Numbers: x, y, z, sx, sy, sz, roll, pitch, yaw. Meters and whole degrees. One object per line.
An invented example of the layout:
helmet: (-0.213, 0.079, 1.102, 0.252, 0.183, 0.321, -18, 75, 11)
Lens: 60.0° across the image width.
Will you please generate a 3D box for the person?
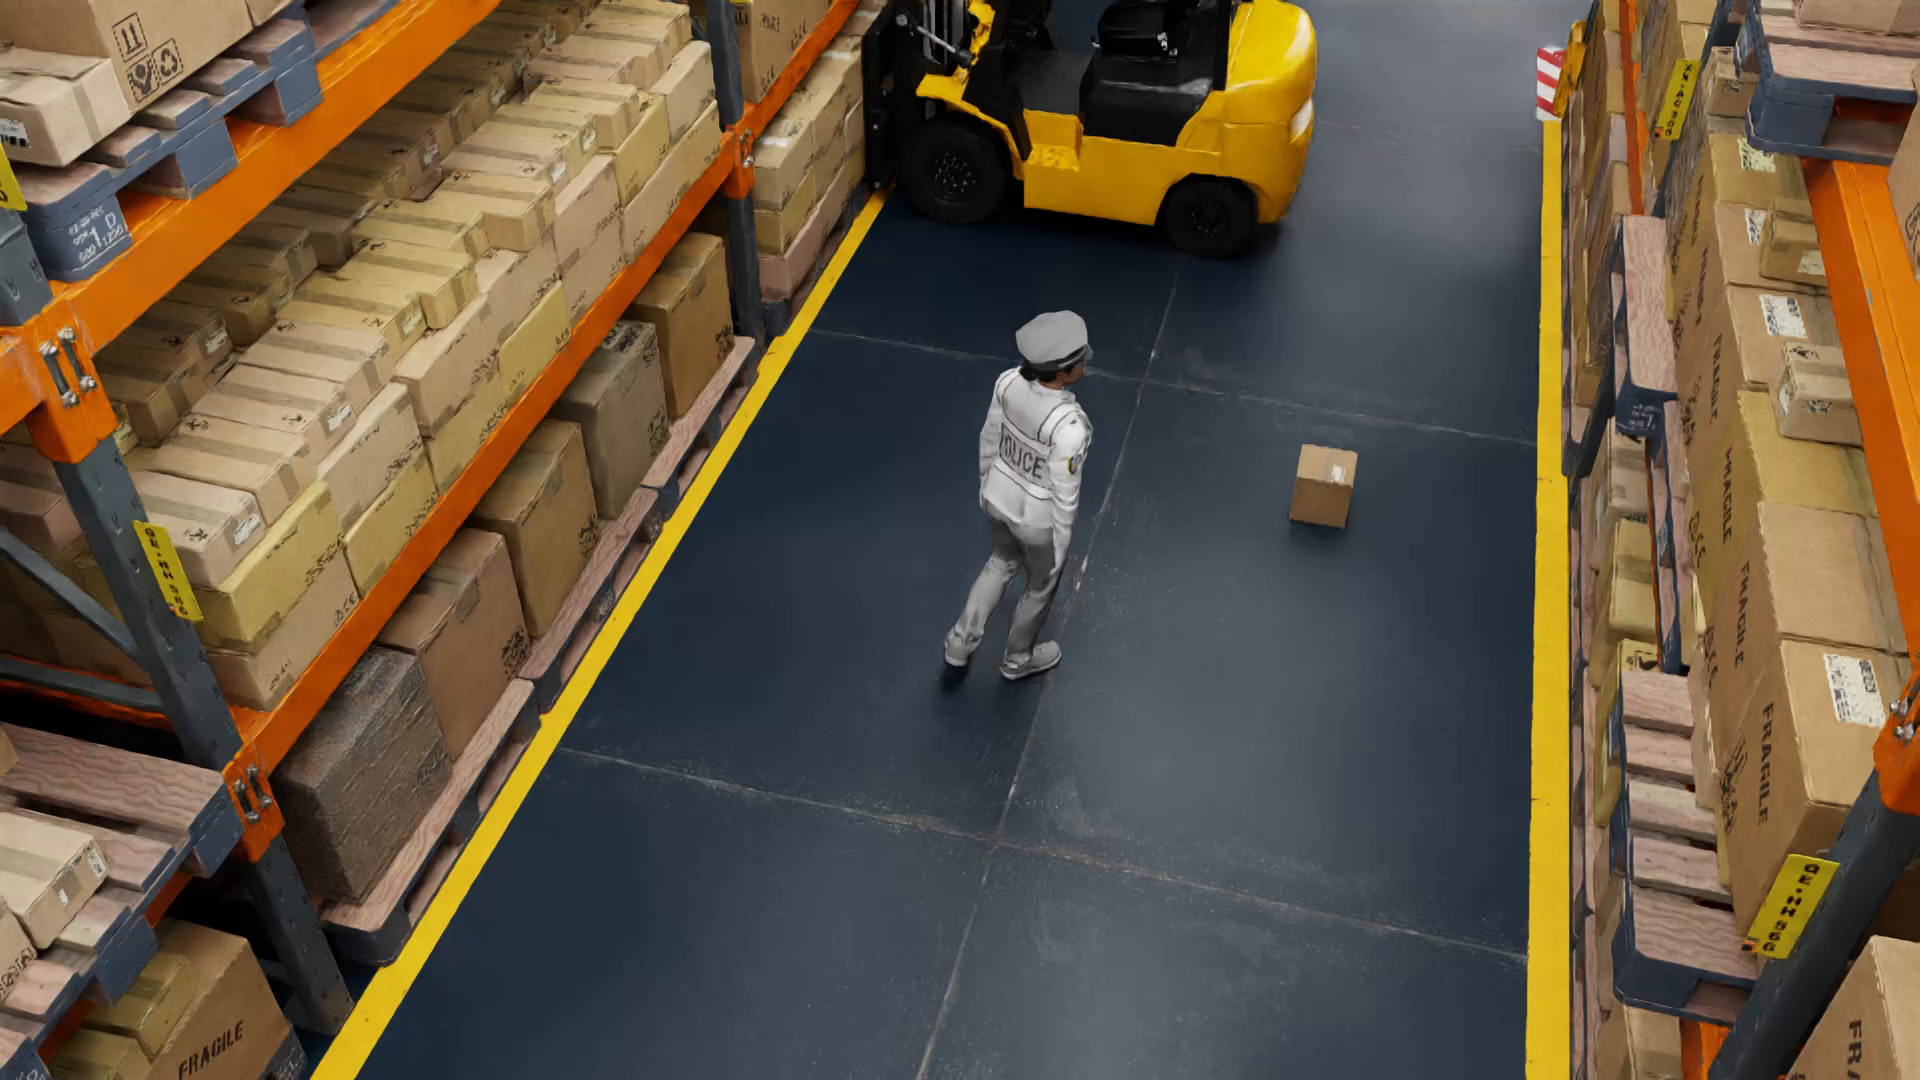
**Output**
person: (0.212, -0.090, 6.247, 0.525, 1.670, 0.522, -29, 49, -29)
